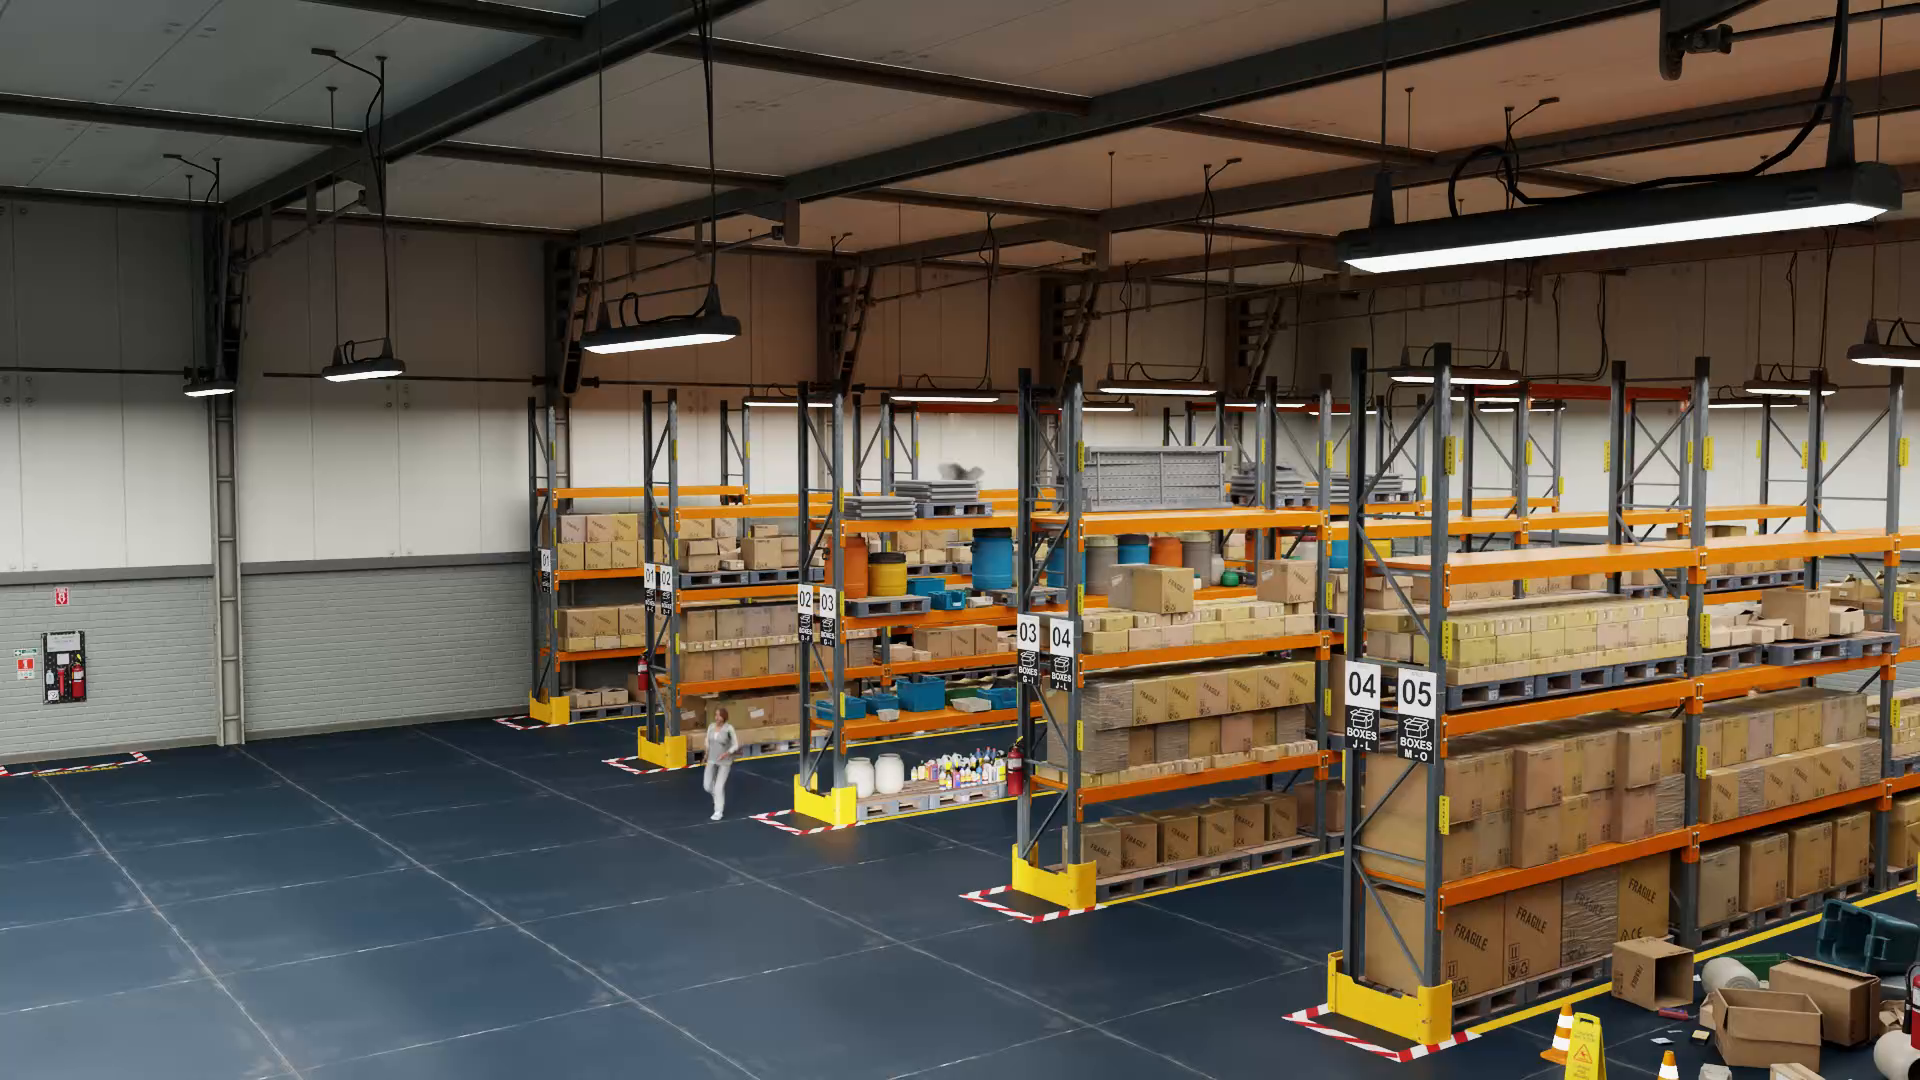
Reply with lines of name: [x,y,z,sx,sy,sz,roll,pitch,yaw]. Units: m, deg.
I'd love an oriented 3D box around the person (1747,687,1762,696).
person: [11.405,2.880,23.726,0.685,1.576,0.551,-2,4,-35]

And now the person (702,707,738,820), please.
person: [-3.293,3.051,22.742,0.524,1.550,0.531,1,3,15]
